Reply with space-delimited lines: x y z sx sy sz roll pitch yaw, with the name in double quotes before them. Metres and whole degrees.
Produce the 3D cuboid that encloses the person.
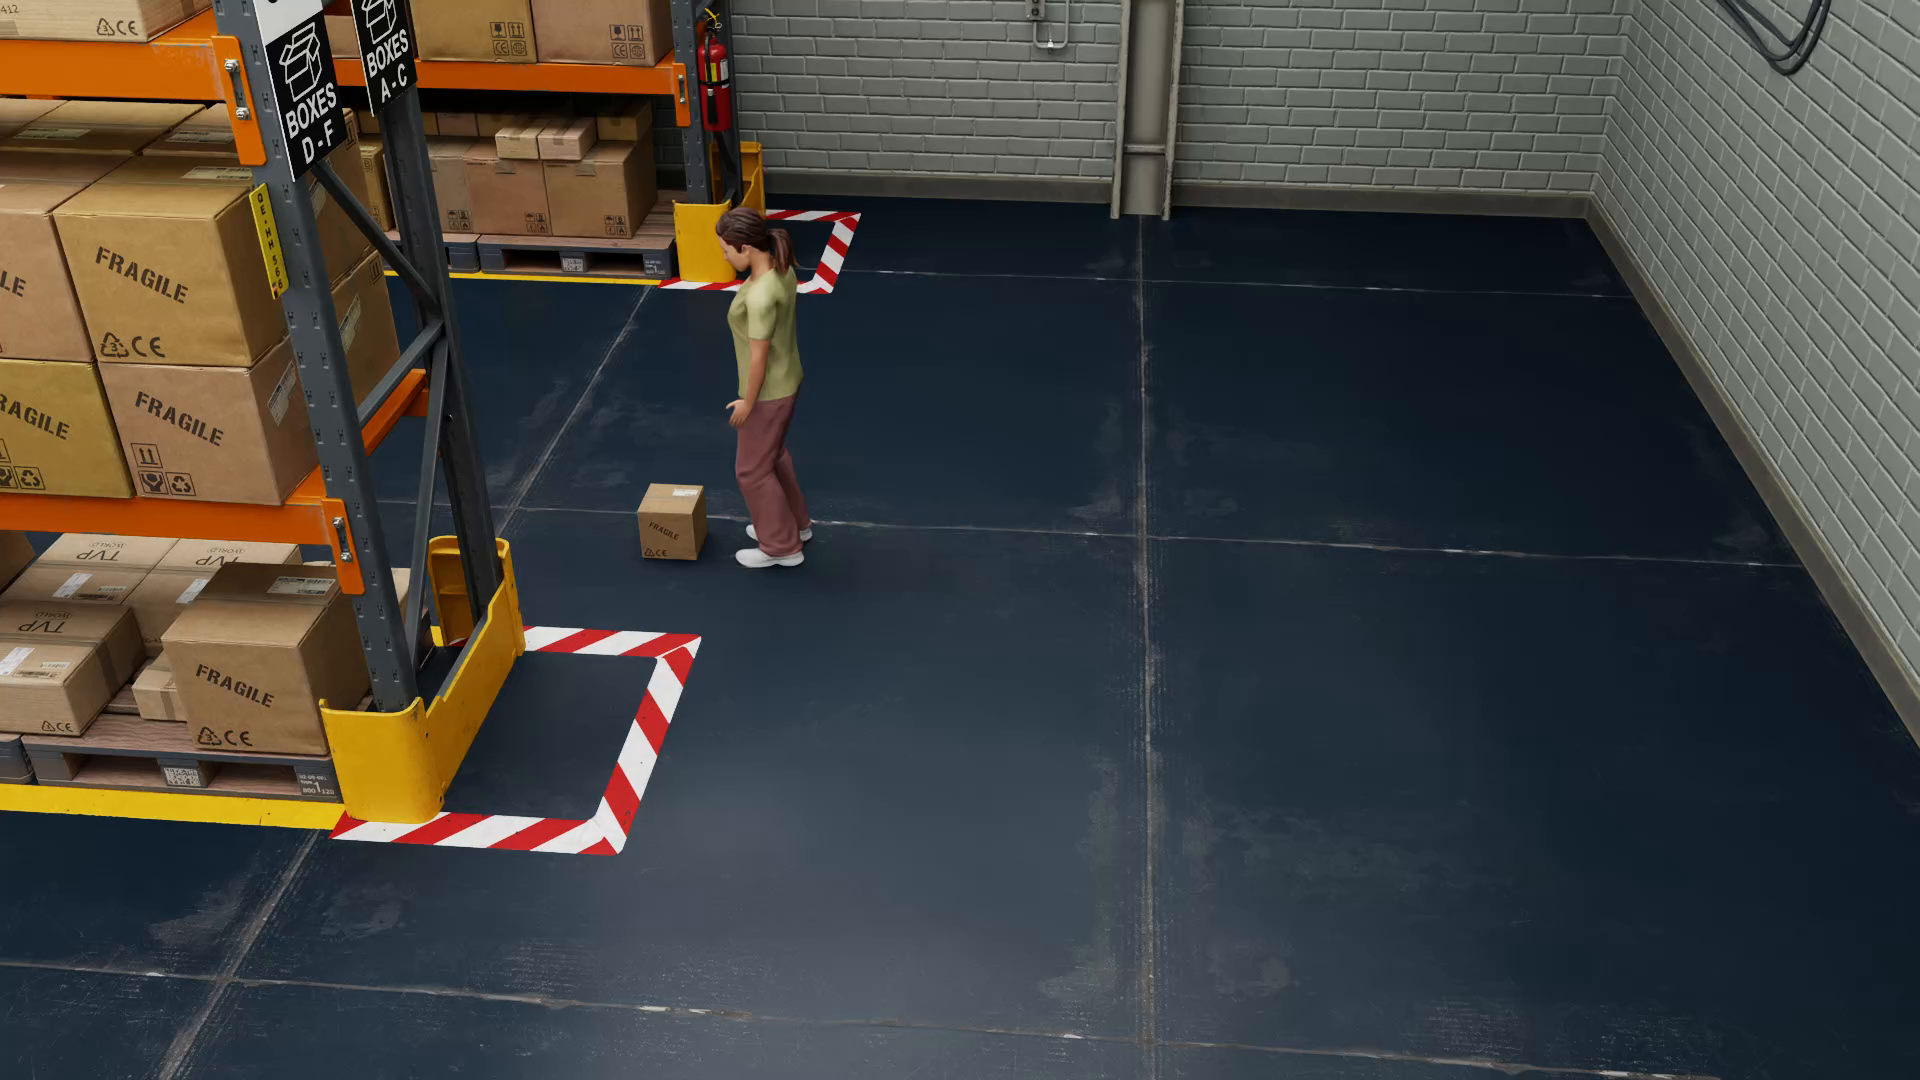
"person" -0.834 -0.643 7.184 0.348 1.662 0.455 3 32 5
